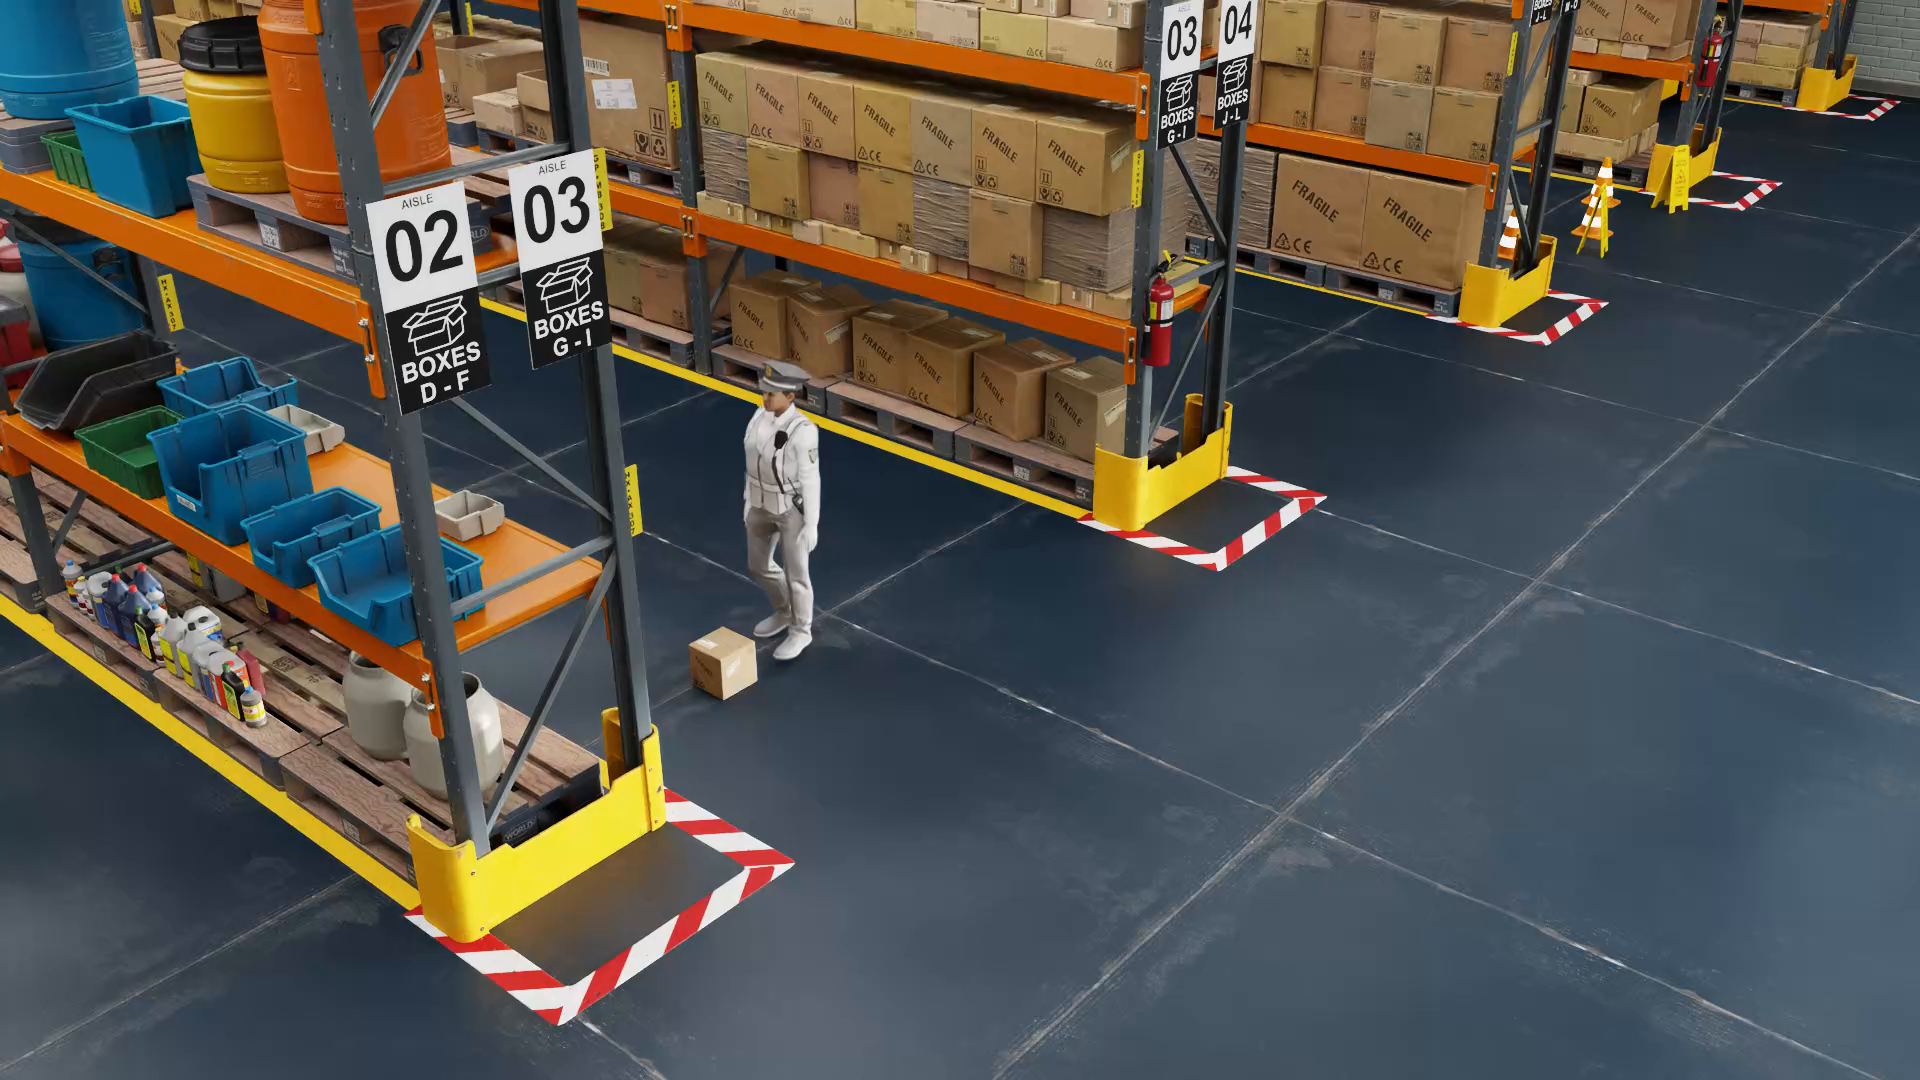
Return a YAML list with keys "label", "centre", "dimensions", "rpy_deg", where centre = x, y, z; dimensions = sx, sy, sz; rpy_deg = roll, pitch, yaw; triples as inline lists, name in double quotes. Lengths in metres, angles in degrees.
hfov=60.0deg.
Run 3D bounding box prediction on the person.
- label: "person"
  centre: [-0.945, -0.165, 8.886]
  dimensions: [0.518, 1.695, 0.375]
  rpy_deg: [21, 34, 34]
